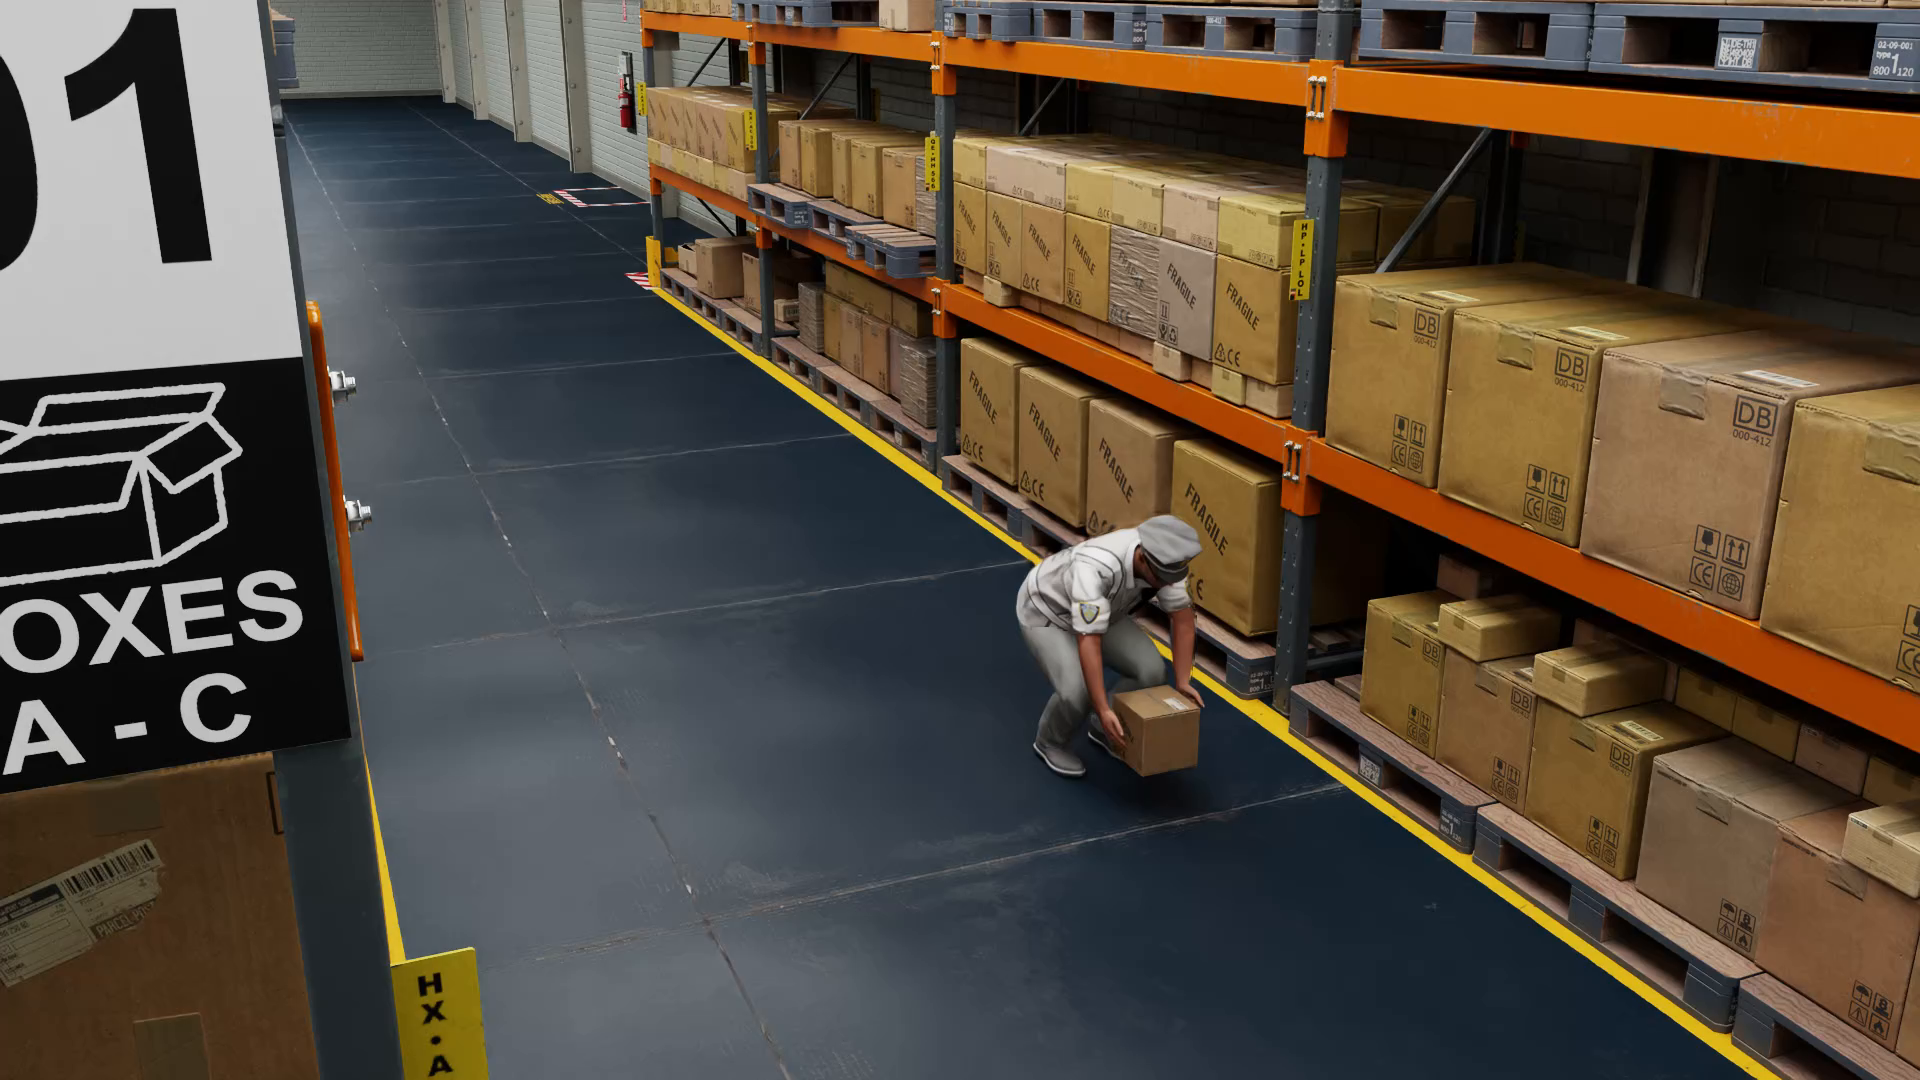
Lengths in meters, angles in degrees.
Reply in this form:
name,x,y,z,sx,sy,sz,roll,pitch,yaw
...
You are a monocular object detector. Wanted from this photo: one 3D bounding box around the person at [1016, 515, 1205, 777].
name,x,y,z,sx,sy,sz,roll,pitch,yaw
person,0.623,0.394,6.810,0.575,1.165,0.904,-10,21,-27
